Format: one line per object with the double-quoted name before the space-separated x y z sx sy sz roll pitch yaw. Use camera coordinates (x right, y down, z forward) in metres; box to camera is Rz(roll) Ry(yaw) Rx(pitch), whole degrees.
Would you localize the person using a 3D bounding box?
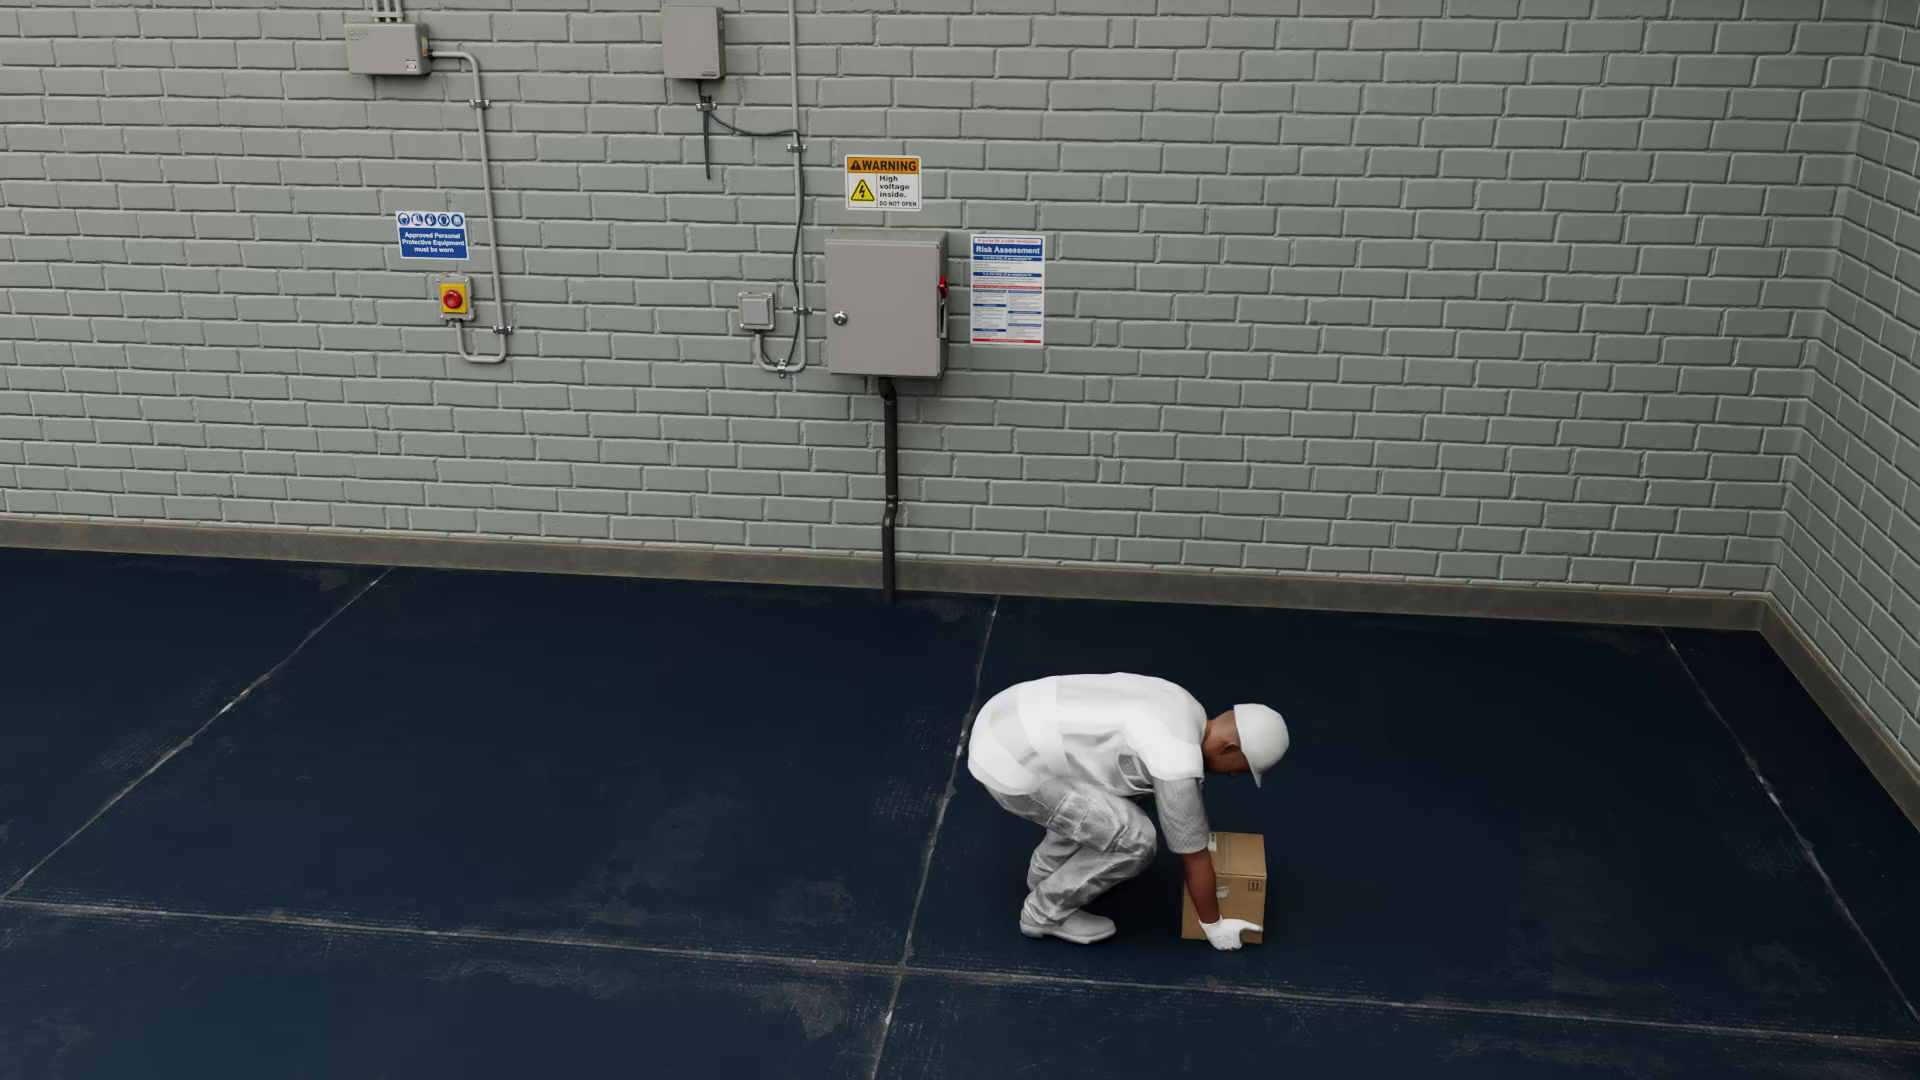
"person" 0.523 0.833 5.262 0.991 0.837 0.544 2 21 5
